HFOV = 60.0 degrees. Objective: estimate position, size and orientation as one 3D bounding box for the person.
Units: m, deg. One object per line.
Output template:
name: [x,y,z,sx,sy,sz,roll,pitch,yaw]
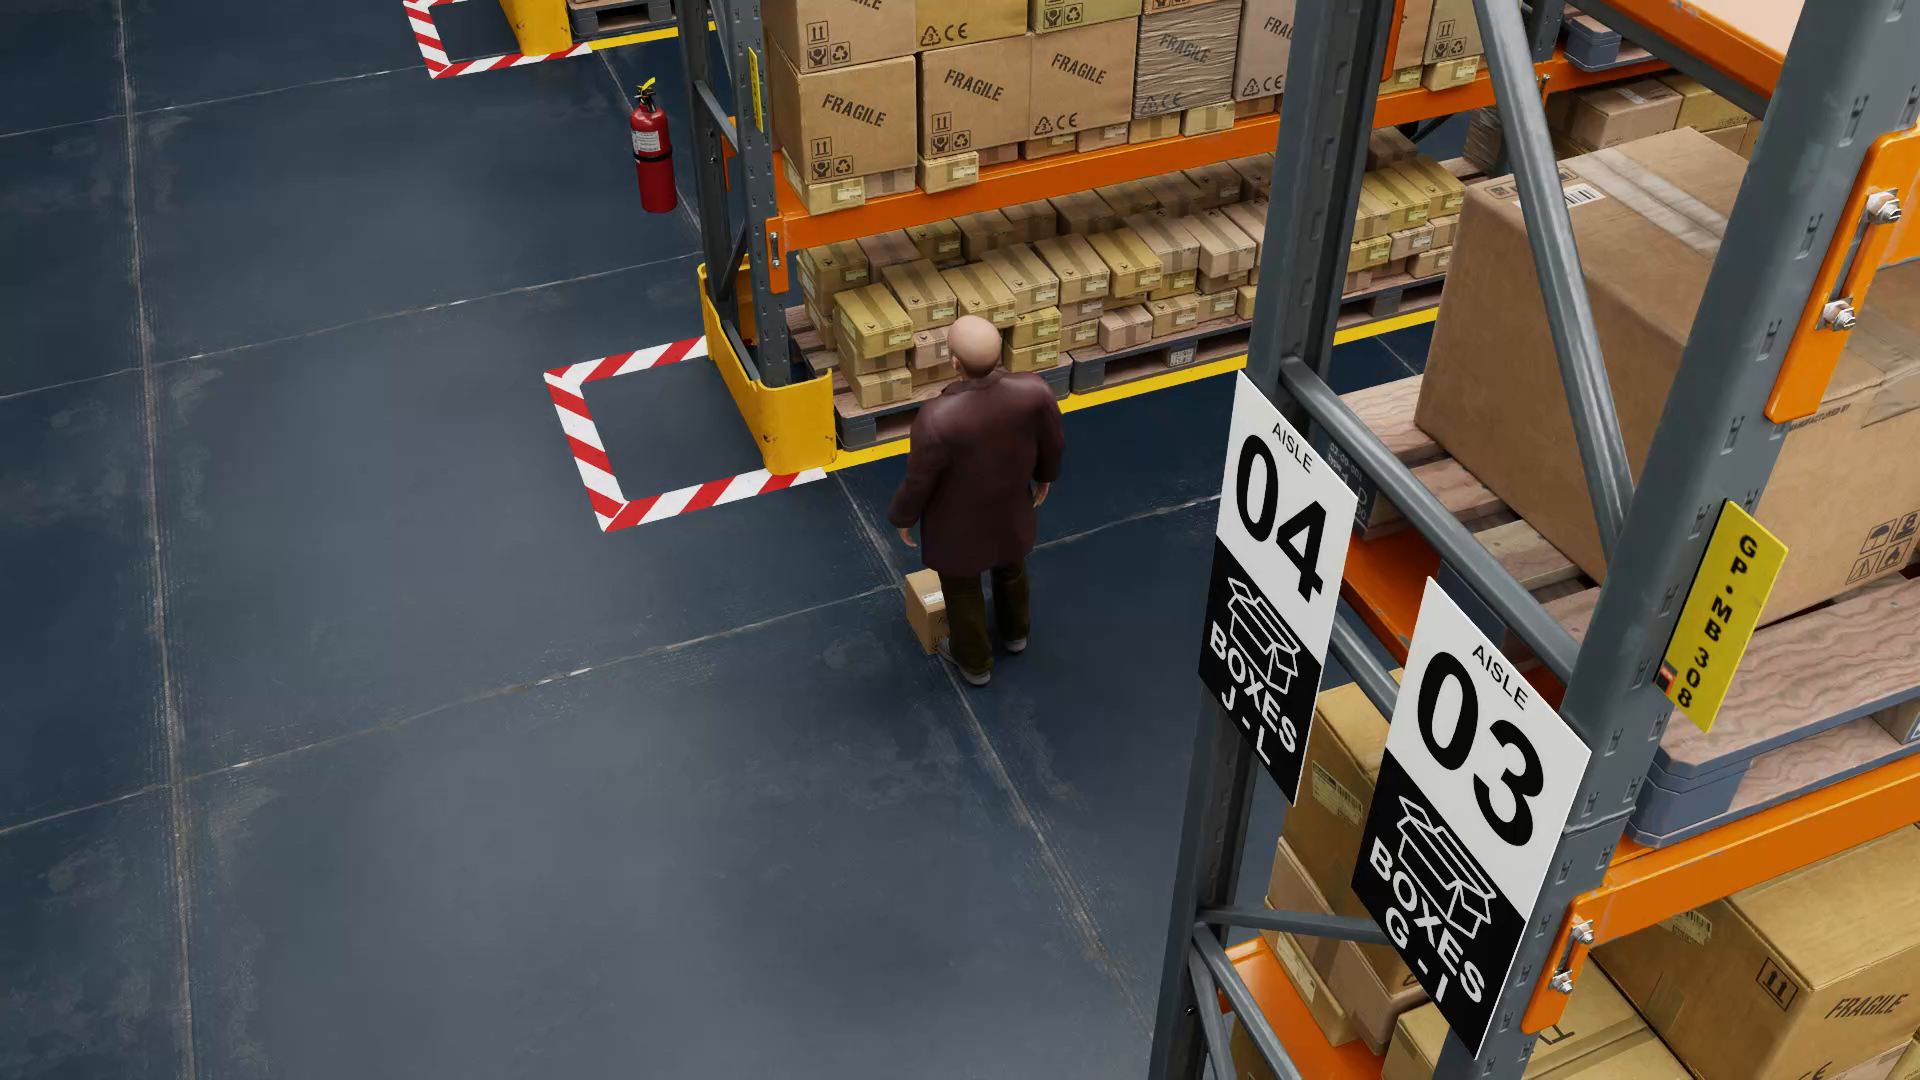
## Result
person: [0.029,-0.187,6.370,0.697,1.776,0.581,-15,43,-17]
